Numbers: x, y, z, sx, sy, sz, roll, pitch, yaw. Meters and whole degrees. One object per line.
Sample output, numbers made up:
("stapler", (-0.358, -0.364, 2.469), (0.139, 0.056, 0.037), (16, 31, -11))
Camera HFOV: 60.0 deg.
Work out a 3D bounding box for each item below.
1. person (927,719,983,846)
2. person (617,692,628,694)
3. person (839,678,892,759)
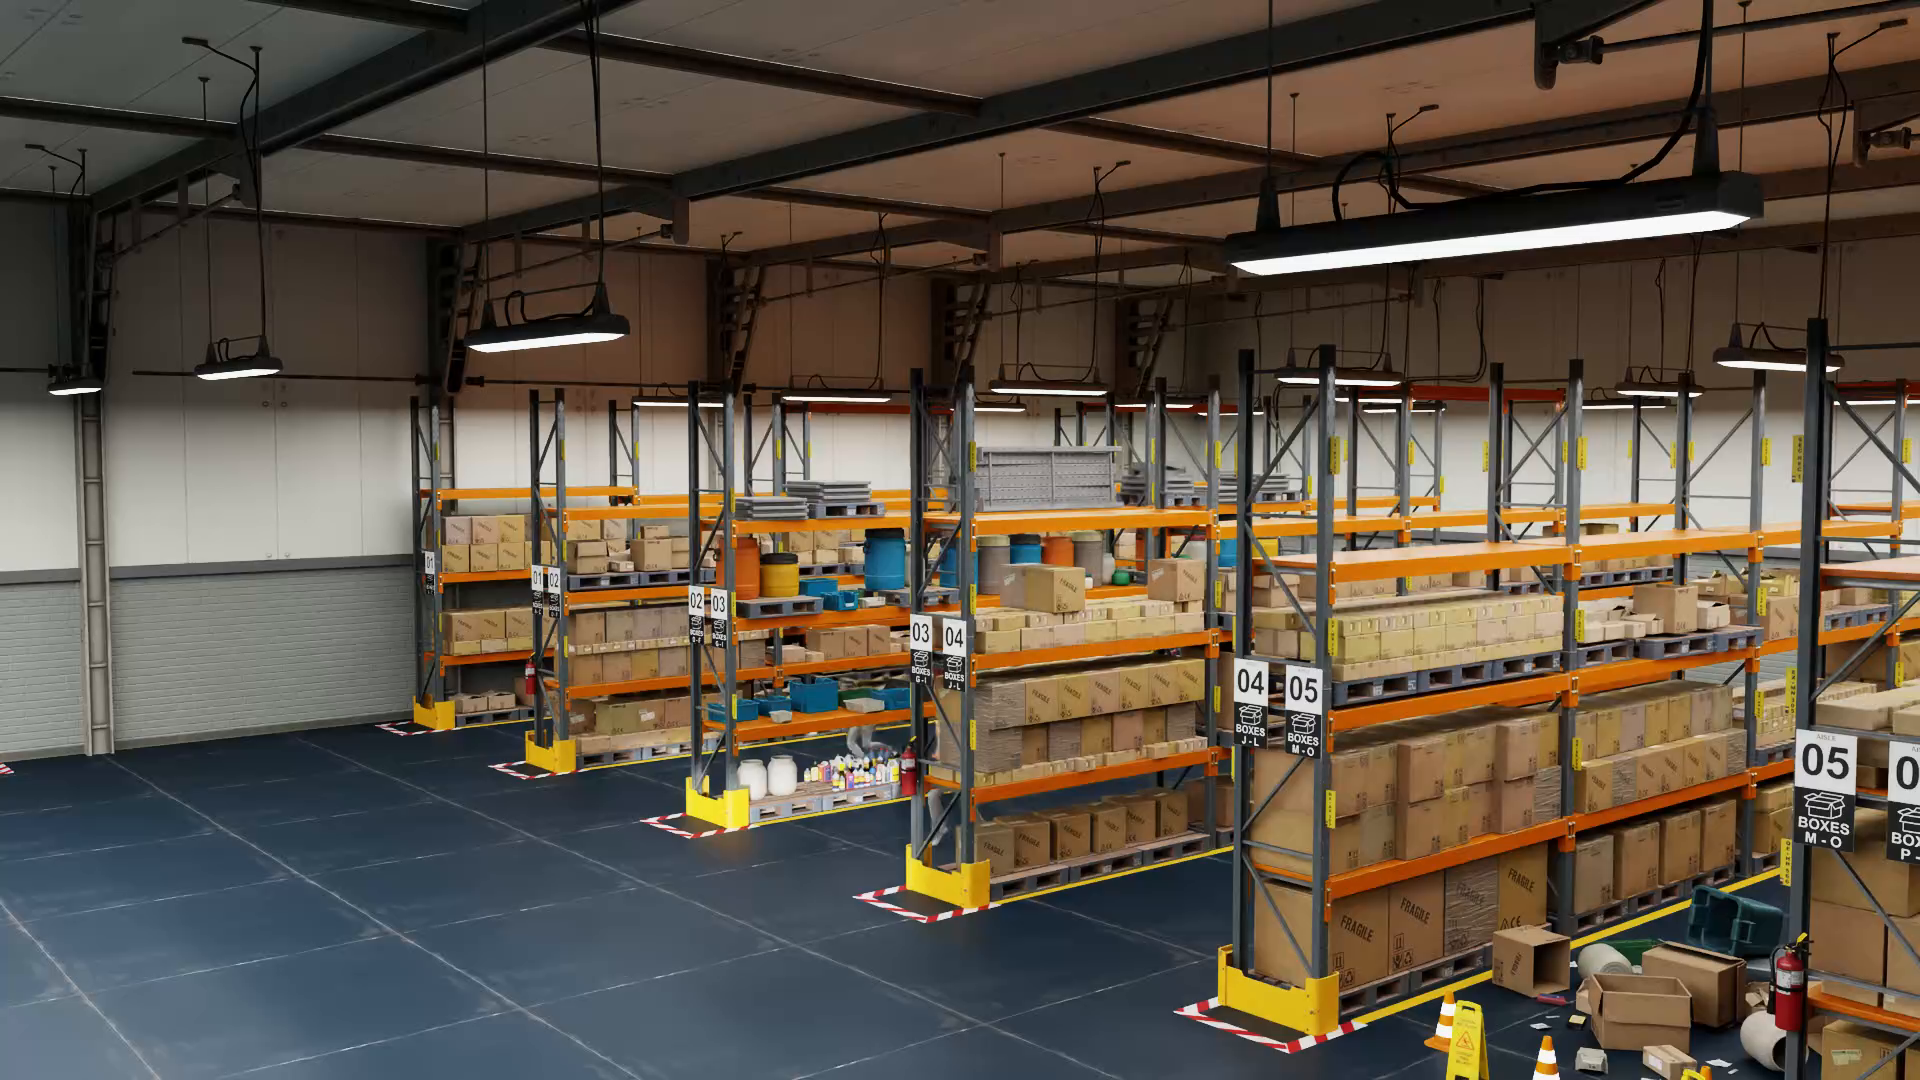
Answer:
("person", (-0.042, 3.083, 21.478), (0.562, 1.665, 0.924), (3, 5, 45))
("person", (-5.996, 2.579, 29.583), (0.667, 1.692, 0.560), (2, 4, 35))
("person", (-1.477, 2.890, 26.168), (0.963, 1.512, 0.626), (-2, 4, -34))
